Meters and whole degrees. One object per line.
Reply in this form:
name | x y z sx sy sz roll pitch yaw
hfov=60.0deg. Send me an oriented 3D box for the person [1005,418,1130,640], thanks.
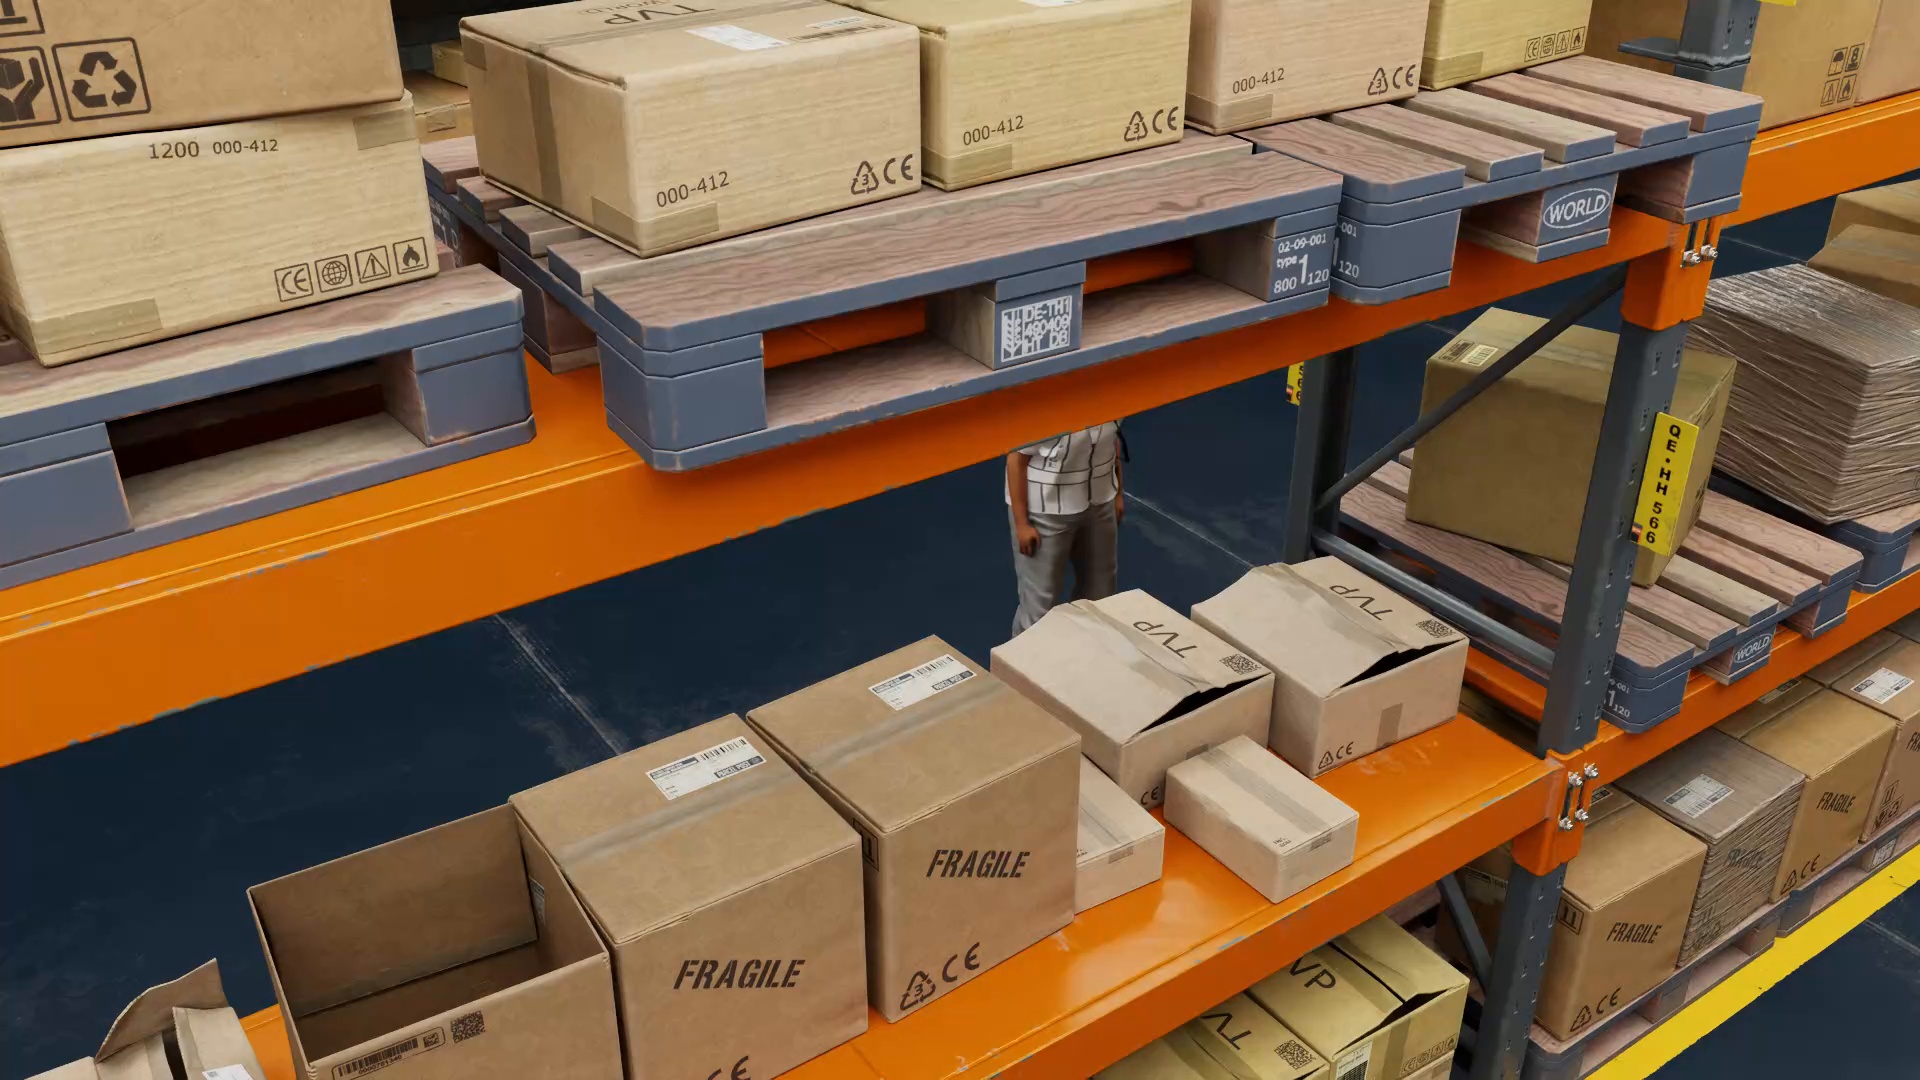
person | 0.416 -0.108 6.315 0.537 1.665 0.469 -19 34 -31
